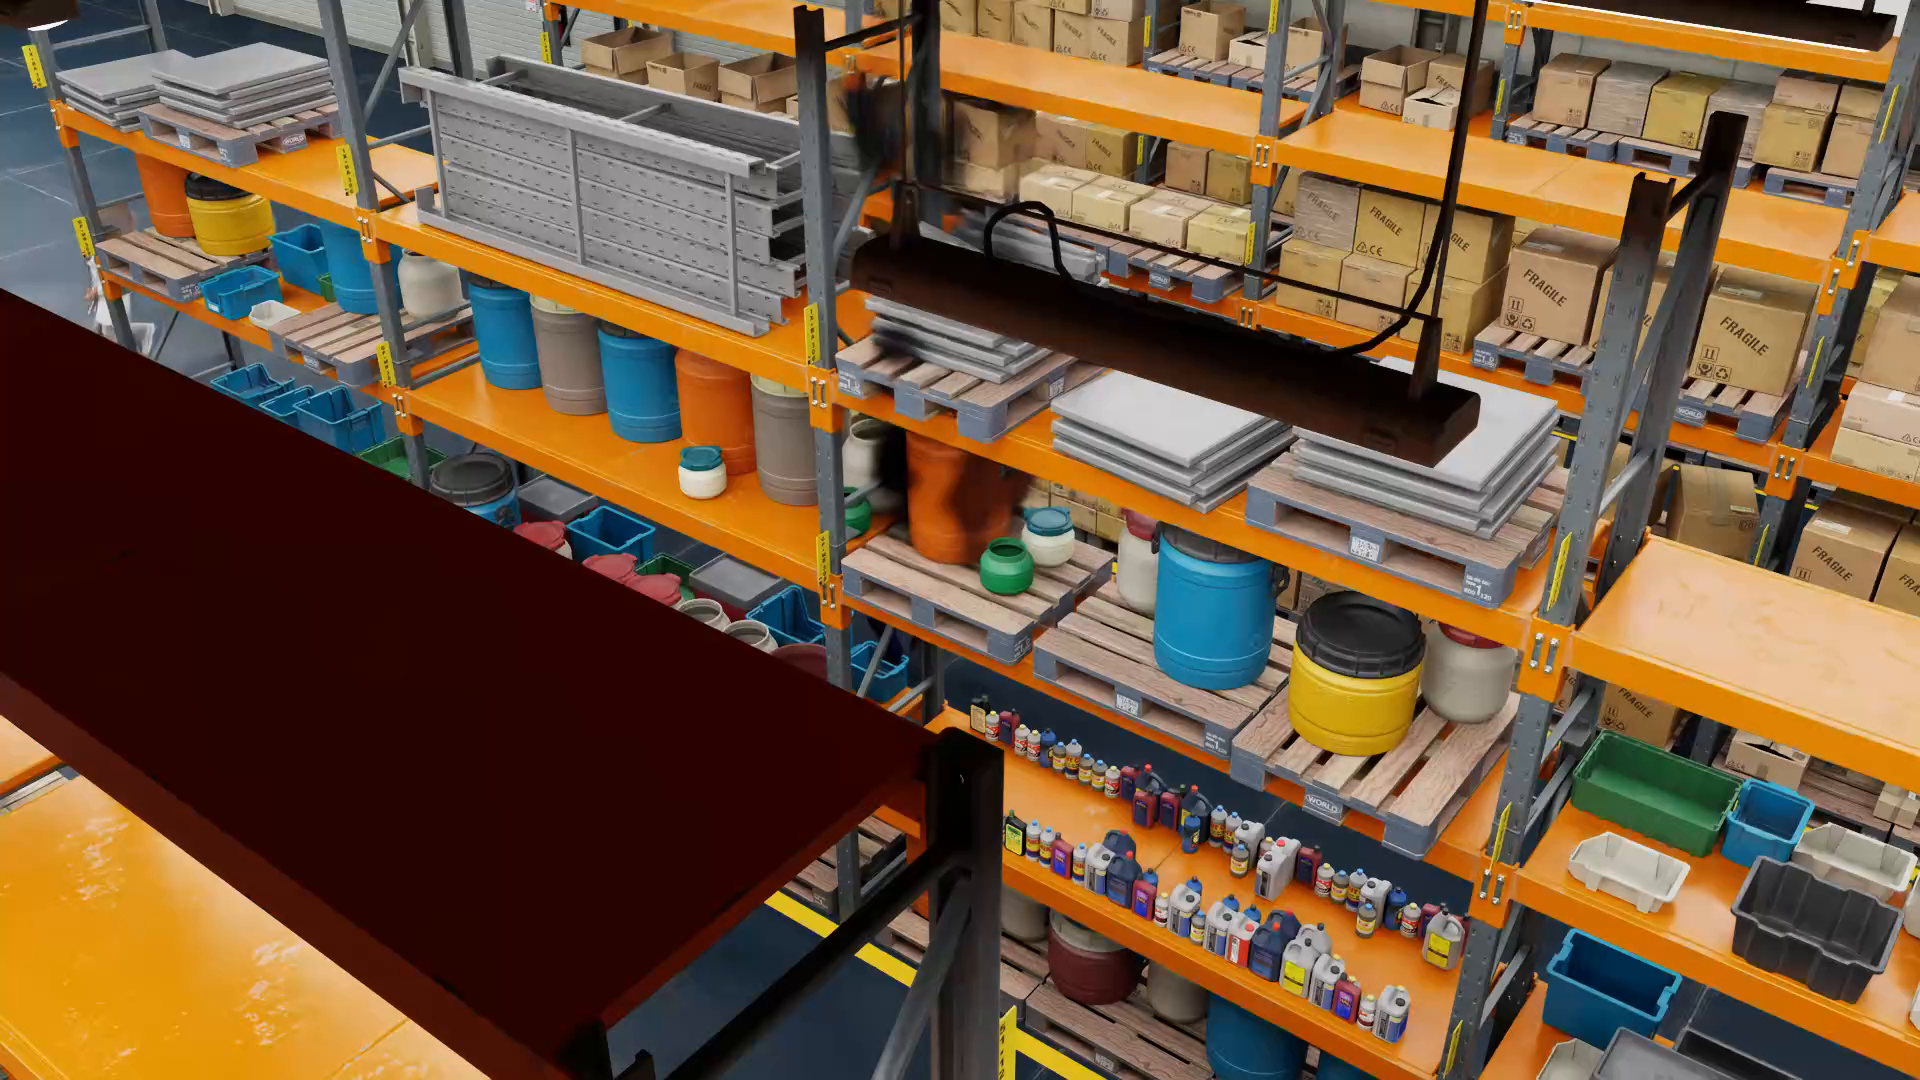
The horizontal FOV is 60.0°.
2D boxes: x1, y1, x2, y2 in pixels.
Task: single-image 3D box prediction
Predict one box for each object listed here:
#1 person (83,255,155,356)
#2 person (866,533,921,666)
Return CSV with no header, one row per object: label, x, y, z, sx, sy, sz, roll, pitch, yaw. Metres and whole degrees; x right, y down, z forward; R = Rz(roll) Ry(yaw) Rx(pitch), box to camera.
person,-9.091,-2.573,17.920,0.637,1.651,0.710,-20,37,-29
person,-0.541,0.318,13.238,0.556,1.588,0.619,15,34,23
